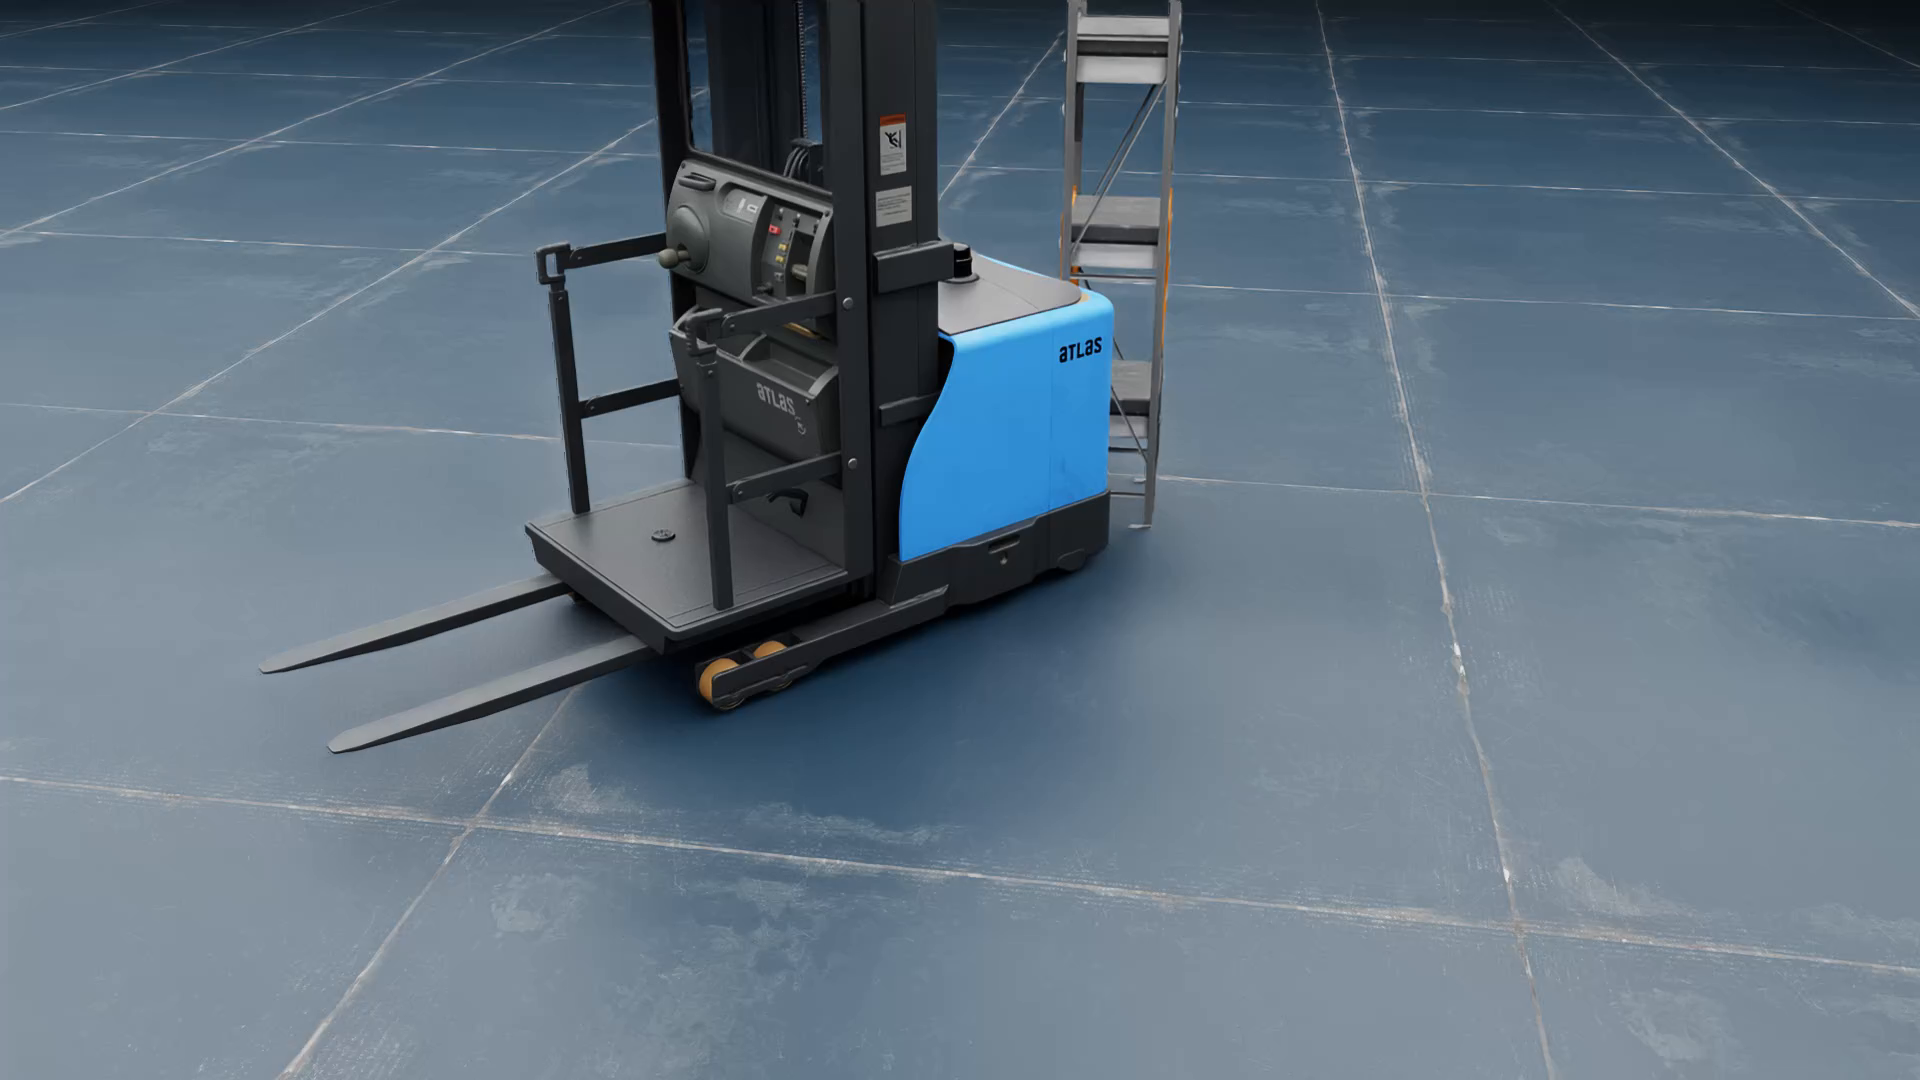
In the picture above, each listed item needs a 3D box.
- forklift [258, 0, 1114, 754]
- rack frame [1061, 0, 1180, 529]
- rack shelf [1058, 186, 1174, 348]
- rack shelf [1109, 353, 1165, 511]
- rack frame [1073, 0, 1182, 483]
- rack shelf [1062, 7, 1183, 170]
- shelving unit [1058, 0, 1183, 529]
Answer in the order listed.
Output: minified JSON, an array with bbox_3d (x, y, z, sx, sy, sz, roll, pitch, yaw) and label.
[{"bbox_3d":[-0.878,-1.014,5.460,3.031,2.935,1.130,-19,31,-35],"label":"forklift"},{"bbox_3d":[0.591,-1.009,6.429,0.400,2.100,0.015,3,25,7],"label":"rack frame"},{"bbox_3d":[0.625,-1.099,6.654,0.431,0.518,0.480,3,25,7],"label":"rack shelf"},{"bbox_3d":[0.625,-0.465,6.950,0.431,0.518,0.480,3,25,7],"label":"rack shelf"},{"bbox_3d":[0.658,-1.214,6.867,0.400,2.100,0.015,3,25,7],"label":"rack frame"},{"bbox_3d":[0.625,-1.733,6.357,0.431,0.518,0.480,3,25,7],"label":"rack shelf"},{"bbox_3d":[0.625,-1.112,6.648,0.431,2.100,0.503,3,25,7],"label":"shelving unit"}]
